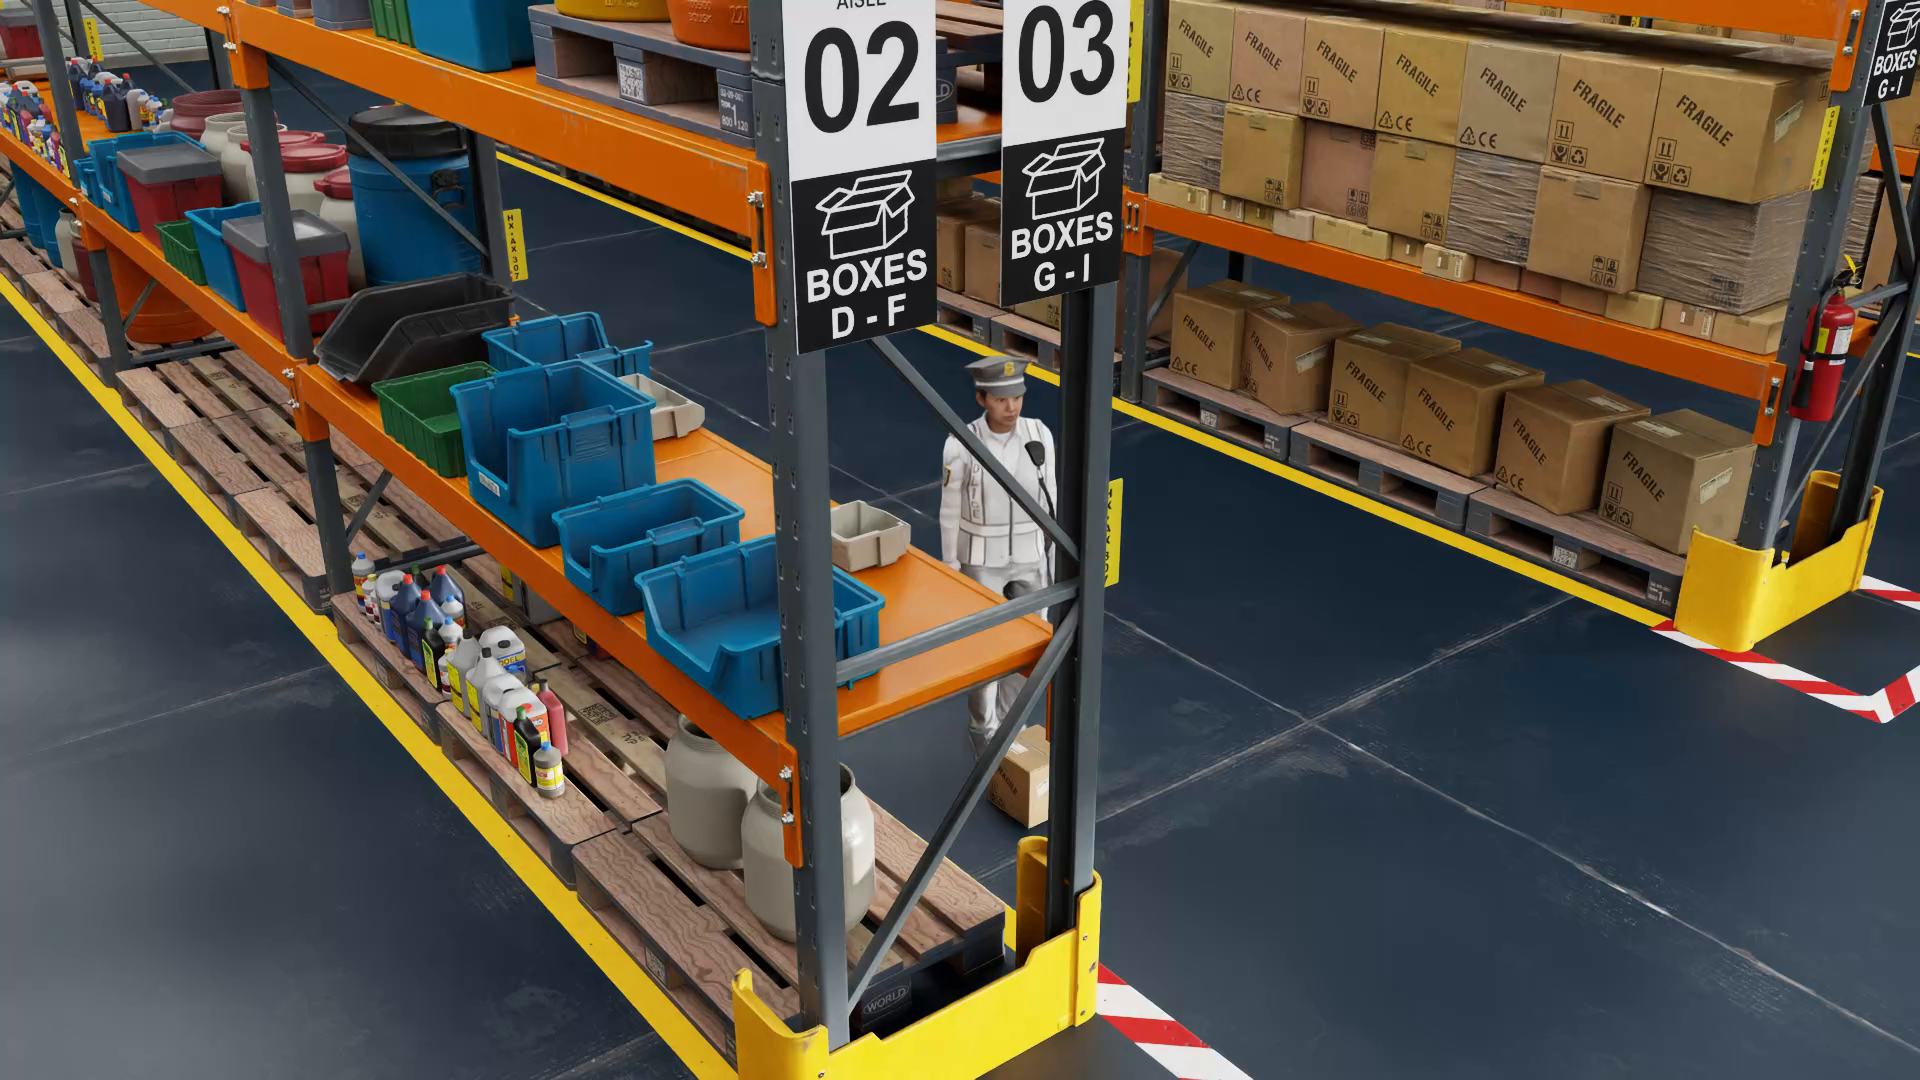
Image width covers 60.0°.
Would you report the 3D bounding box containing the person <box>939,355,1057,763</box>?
[{"bbox_3d":[0.173,0.110,6.438,0.489,1.730,0.395,-7,26,-15],"label":"person"}]
